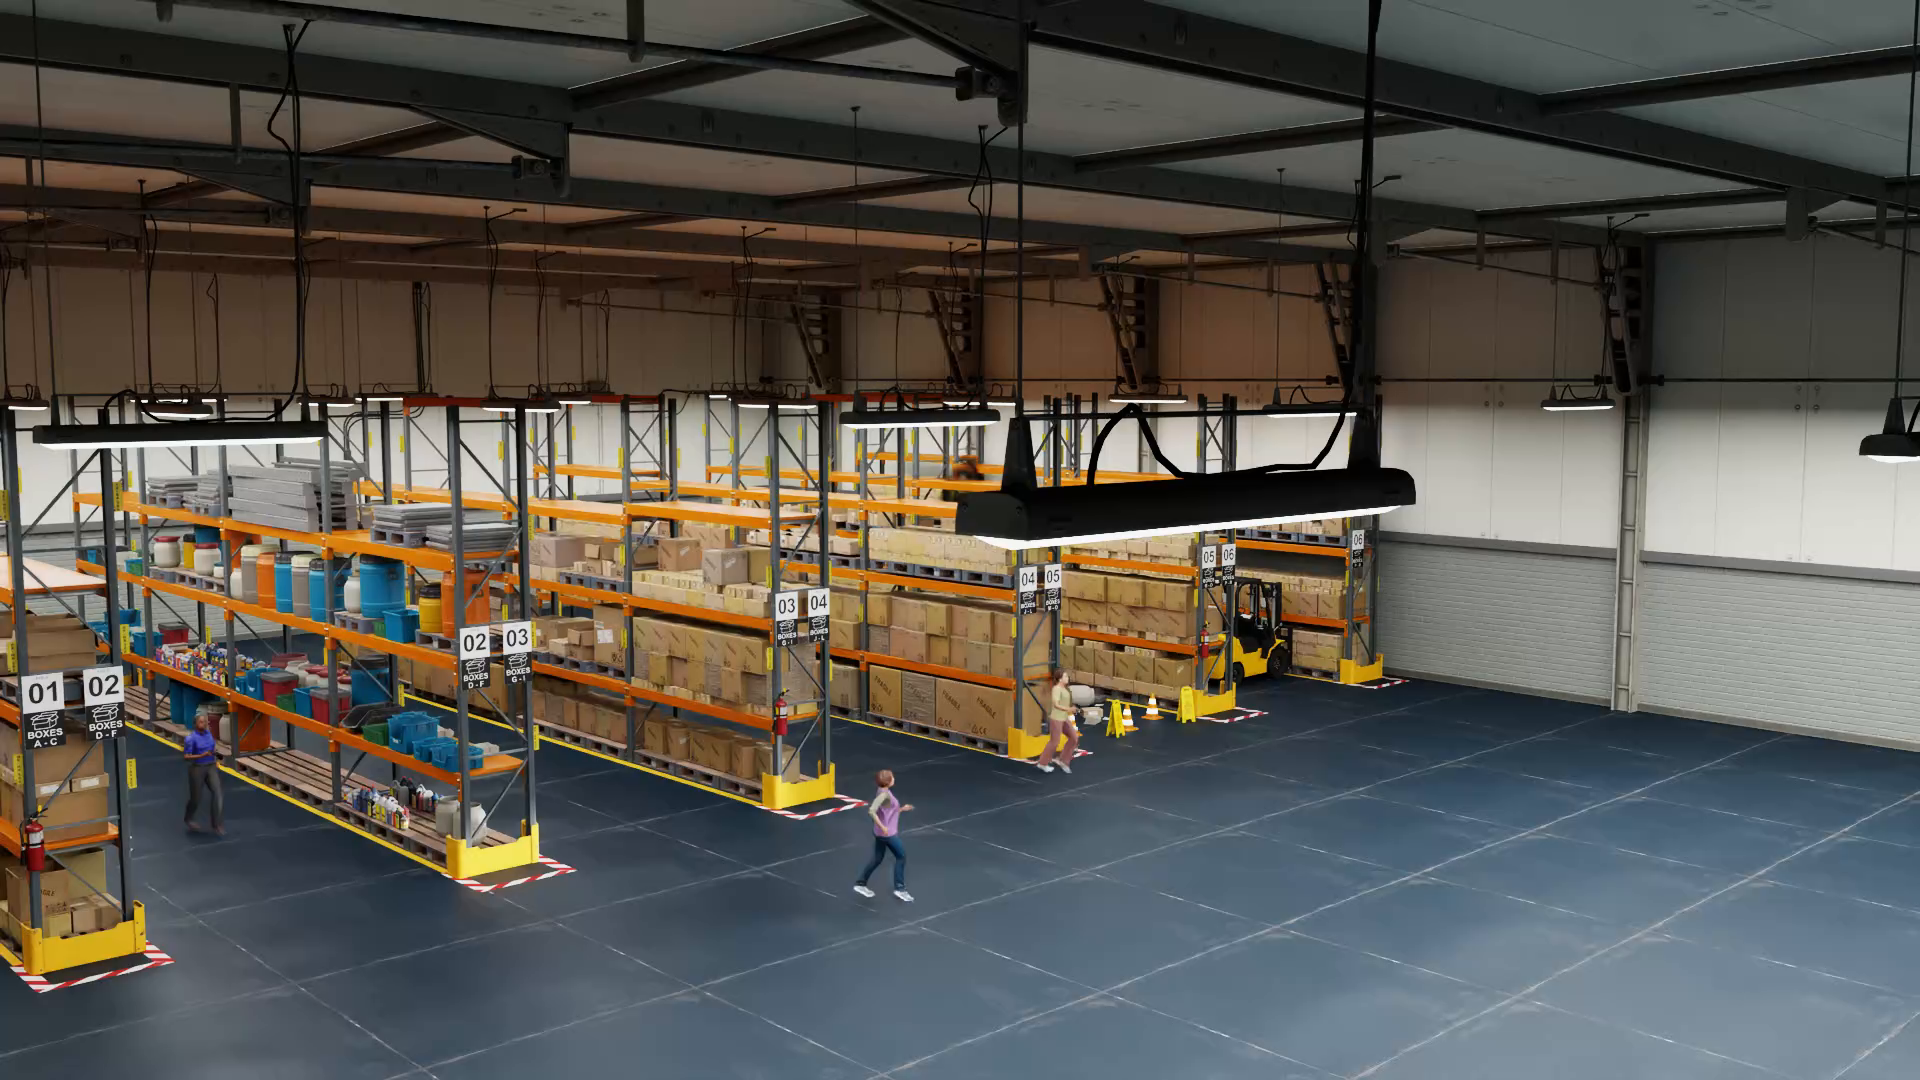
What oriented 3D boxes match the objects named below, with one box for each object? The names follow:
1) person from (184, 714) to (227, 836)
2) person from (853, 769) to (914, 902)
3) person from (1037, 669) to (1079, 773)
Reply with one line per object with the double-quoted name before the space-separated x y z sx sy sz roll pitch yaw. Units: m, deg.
"person" -10.554 3.266 23.159 0.742 1.714 0.560 4 7 33
"person" -0.921 3.583 20.108 0.742 1.641 0.513 -1 6 -14
"person" 1.600 2.925 26.787 0.687 1.708 0.601 2 6 20
